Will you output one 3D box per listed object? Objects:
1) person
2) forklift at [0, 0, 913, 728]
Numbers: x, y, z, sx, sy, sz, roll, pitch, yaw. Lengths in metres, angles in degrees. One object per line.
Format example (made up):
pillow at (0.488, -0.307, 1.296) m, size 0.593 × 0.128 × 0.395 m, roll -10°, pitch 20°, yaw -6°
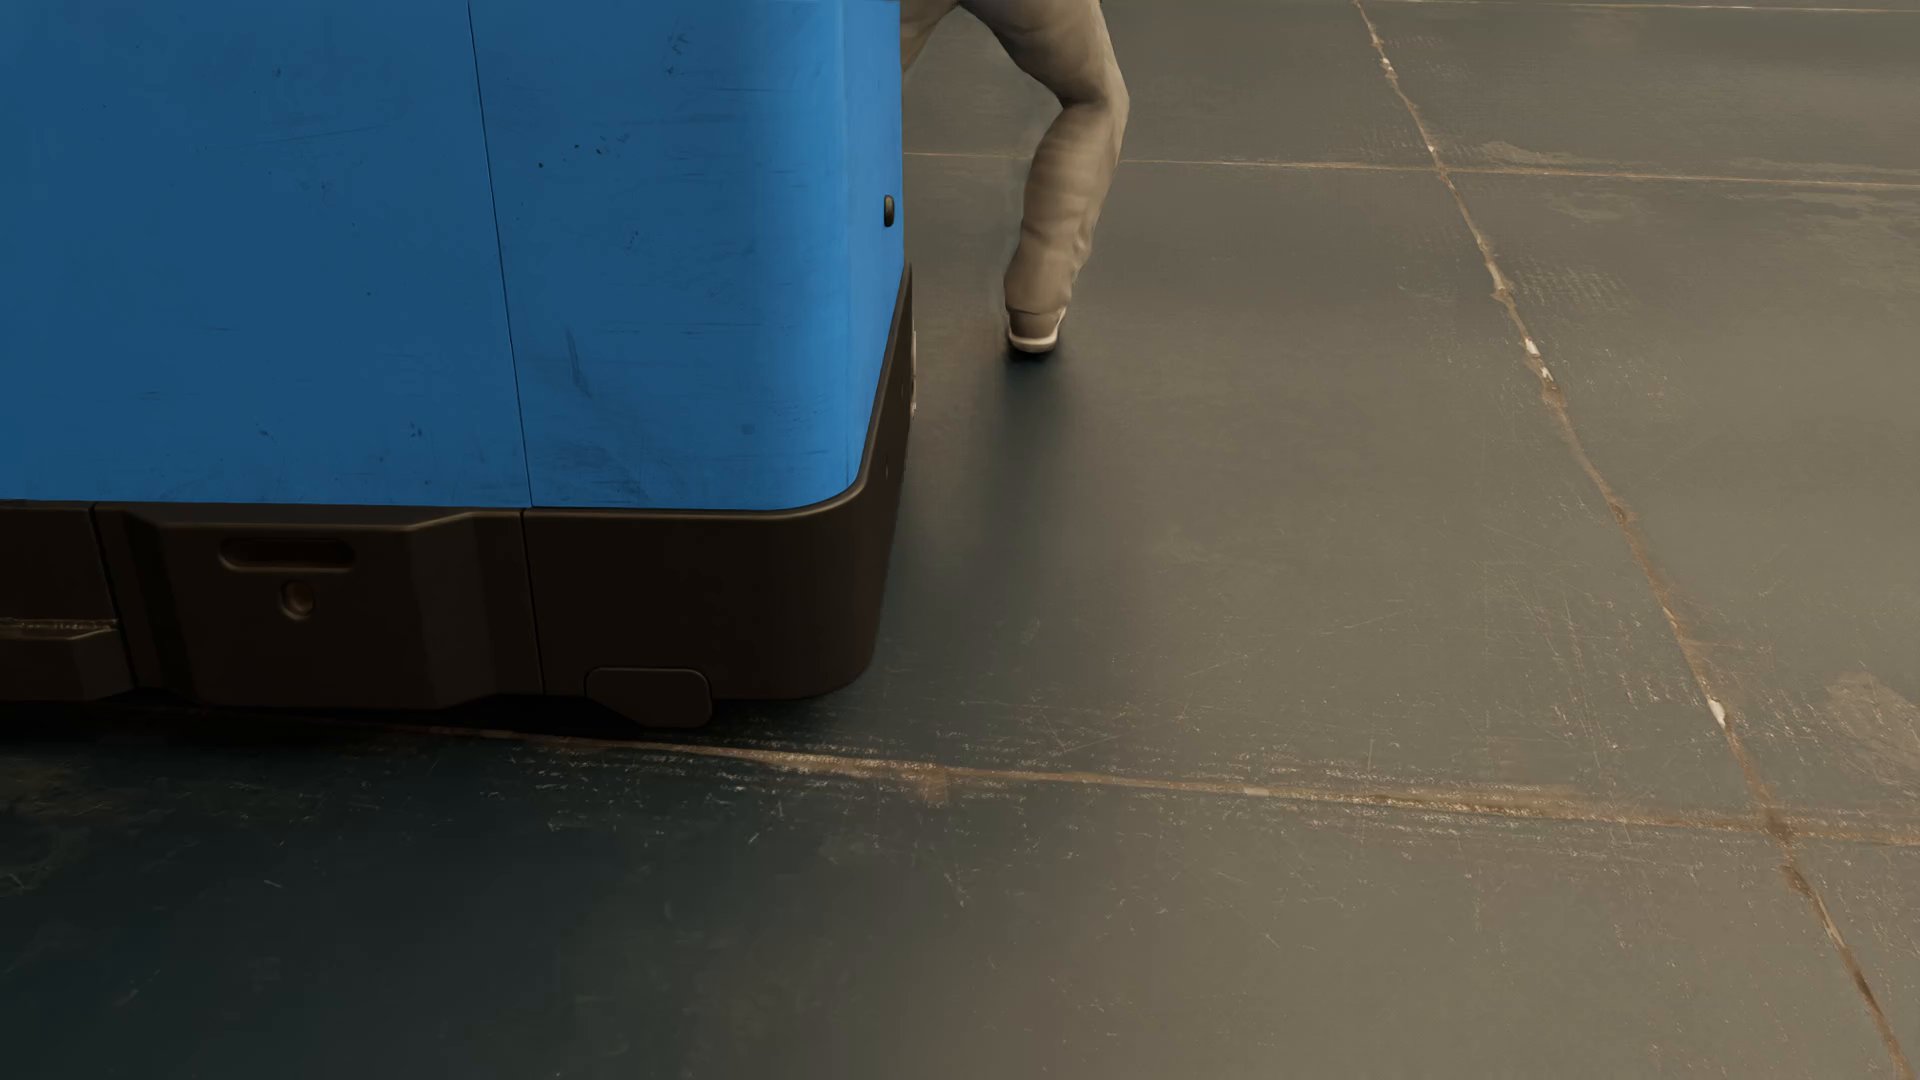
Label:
person at (0.061, -1.025, 2.826) m, size 0.798 × 1.495 × 0.815 m, roll -4°, pitch 27°, yaw -8°
forklift at (-1.608, -1.314, 1.851) m, size 3.031 × 2.935 × 1.130 m, roll 1°, pitch 27°, yaw 2°
